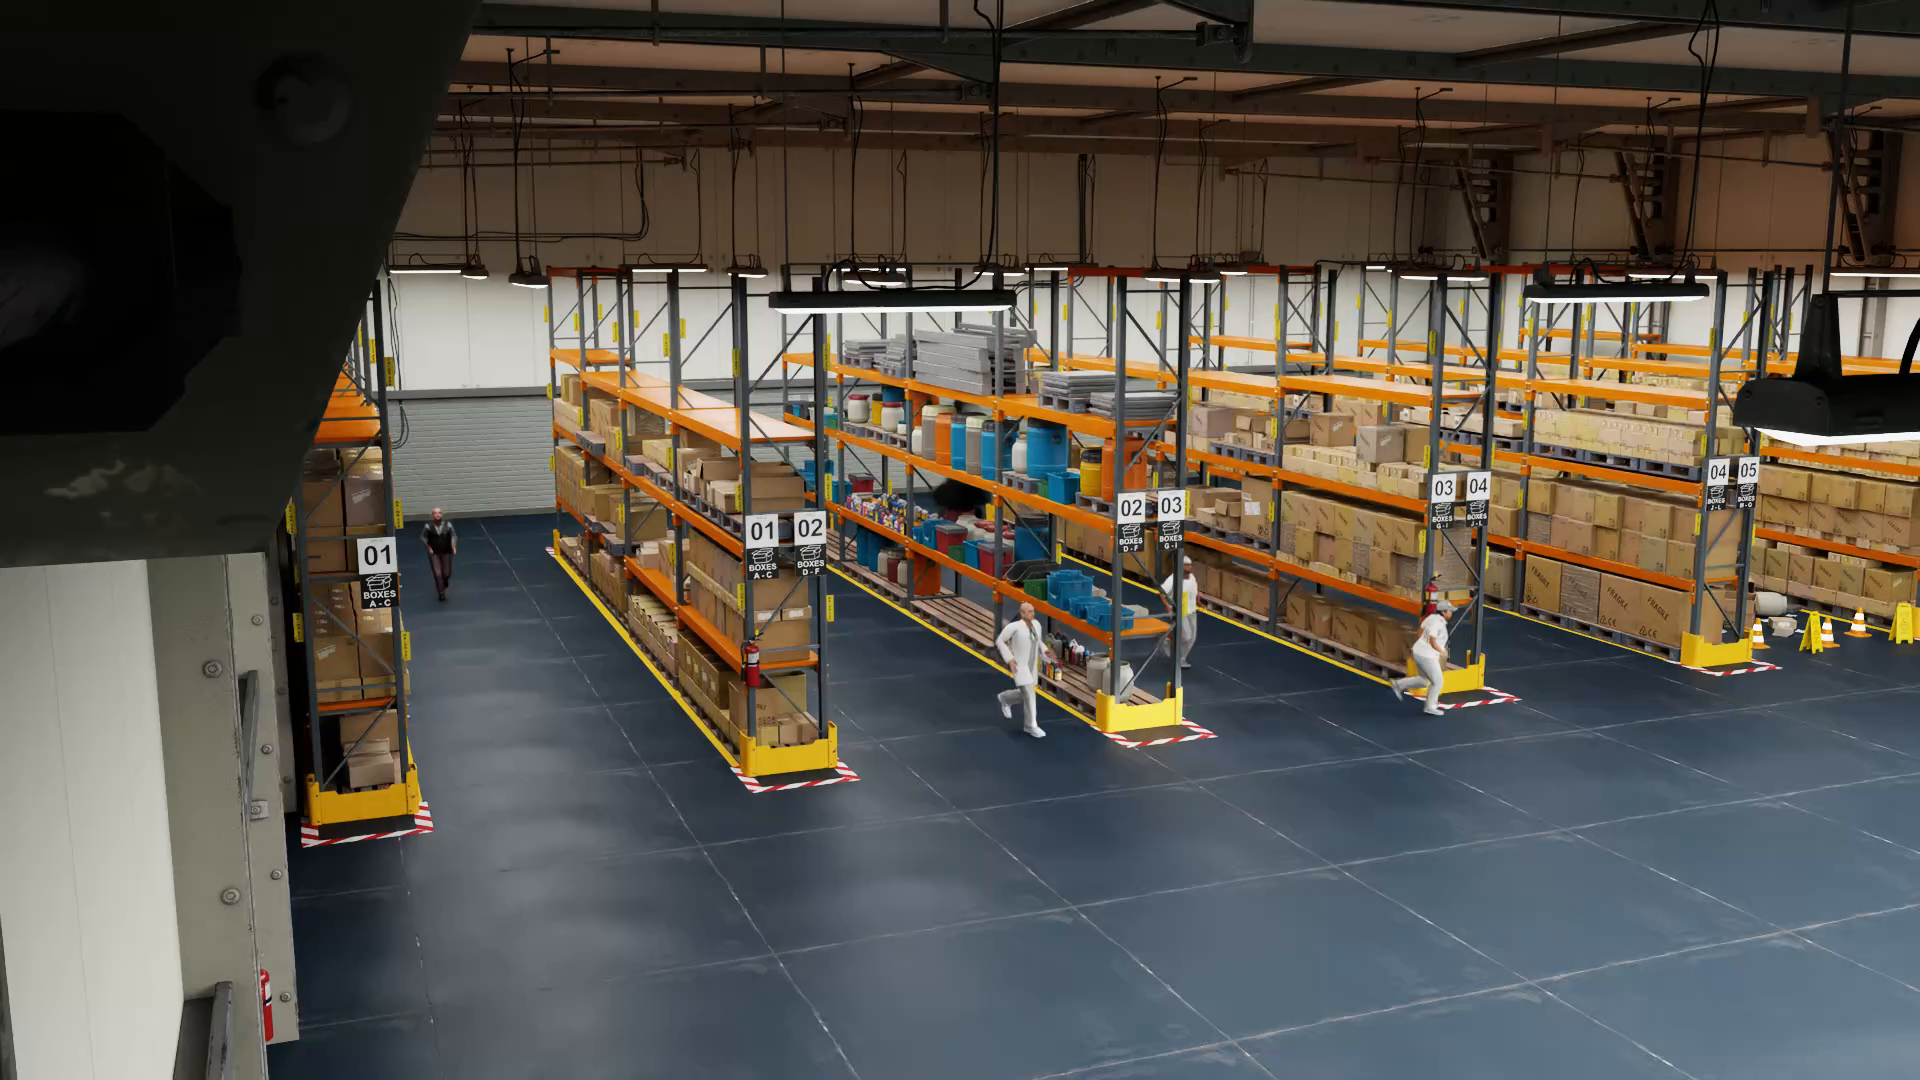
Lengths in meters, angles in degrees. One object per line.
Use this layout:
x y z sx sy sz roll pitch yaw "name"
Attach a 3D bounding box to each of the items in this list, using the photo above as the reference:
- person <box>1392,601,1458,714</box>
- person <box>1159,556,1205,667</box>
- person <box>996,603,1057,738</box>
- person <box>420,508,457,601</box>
6.379 1.619 22.858 0.826 1.615 0.579 2 10 11 "person"
3.419 1.090 25.486 0.717 1.717 0.591 -7 12 -35 "person"
0.787 1.675 22.037 0.692 1.763 0.953 -9 13 -42 "person"
-9.534 0.246 30.454 0.660 1.684 0.599 -4 11 -22 "person"
